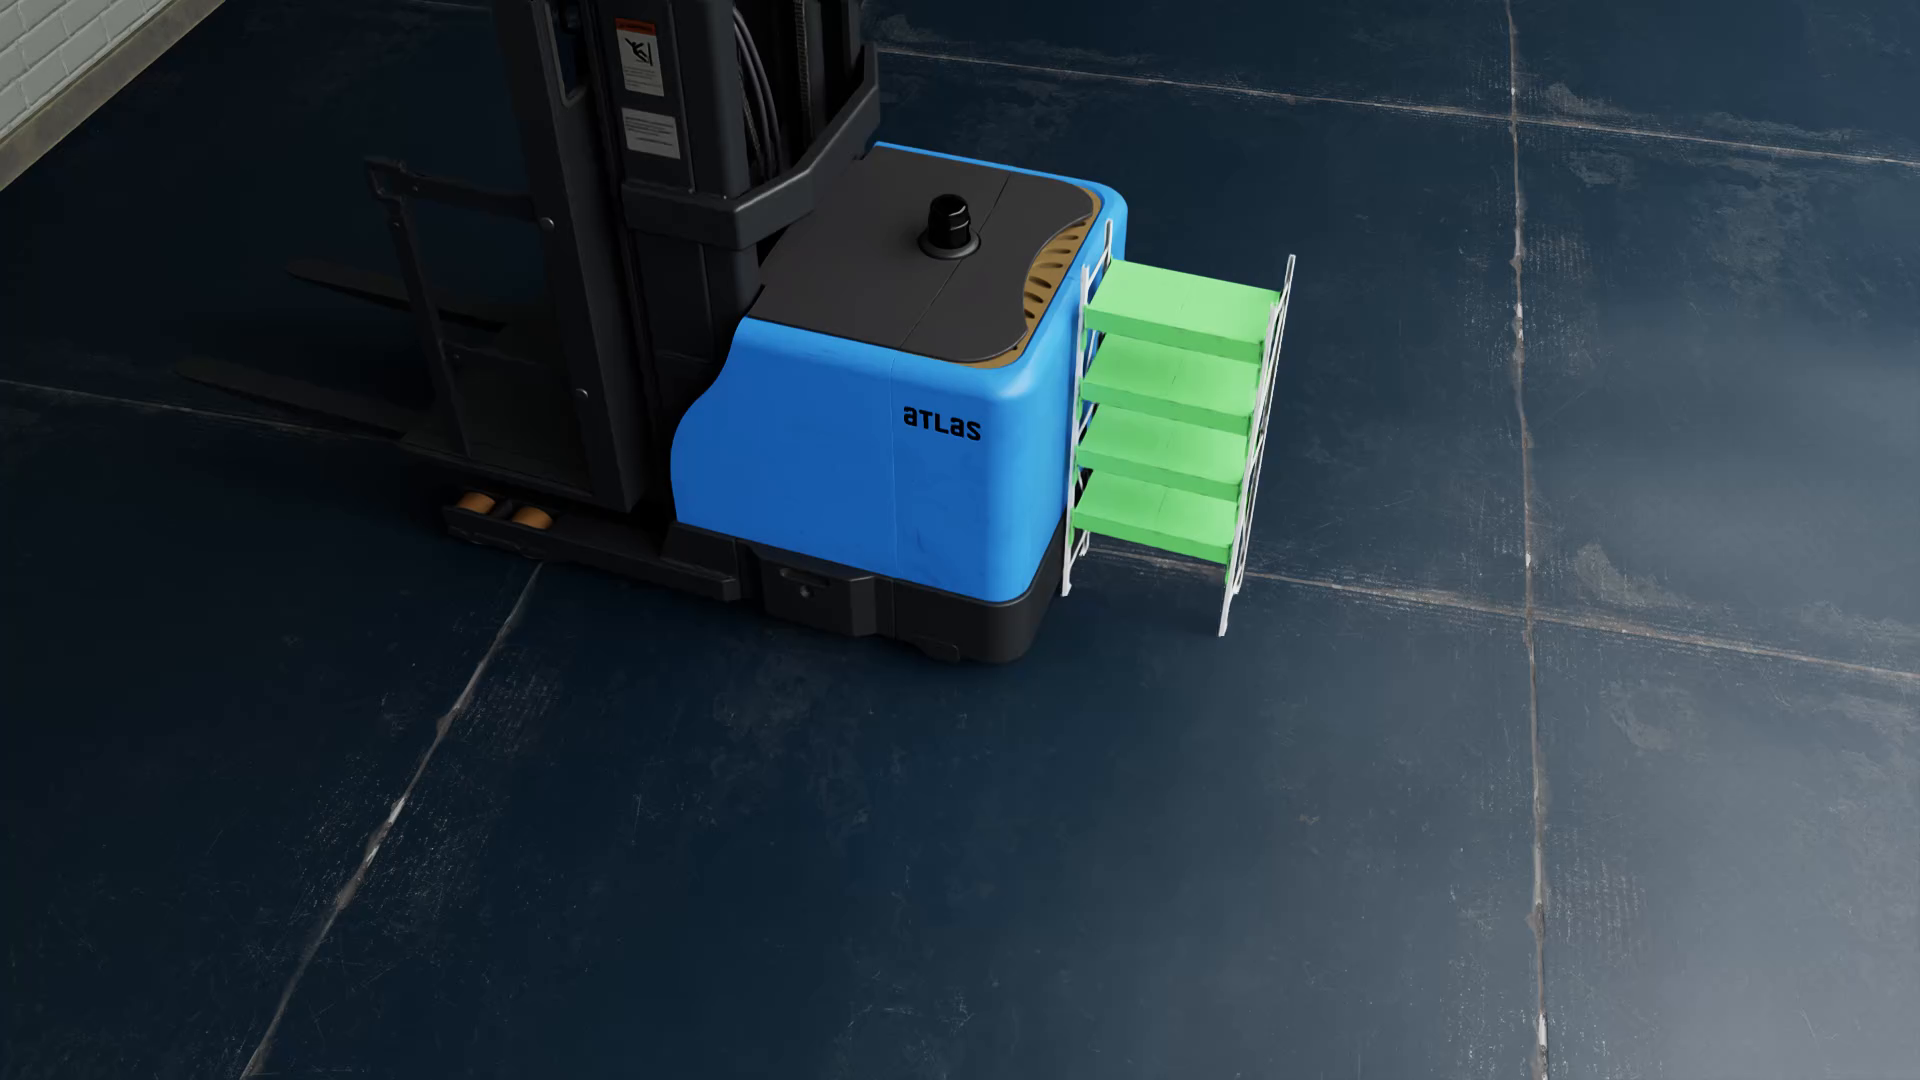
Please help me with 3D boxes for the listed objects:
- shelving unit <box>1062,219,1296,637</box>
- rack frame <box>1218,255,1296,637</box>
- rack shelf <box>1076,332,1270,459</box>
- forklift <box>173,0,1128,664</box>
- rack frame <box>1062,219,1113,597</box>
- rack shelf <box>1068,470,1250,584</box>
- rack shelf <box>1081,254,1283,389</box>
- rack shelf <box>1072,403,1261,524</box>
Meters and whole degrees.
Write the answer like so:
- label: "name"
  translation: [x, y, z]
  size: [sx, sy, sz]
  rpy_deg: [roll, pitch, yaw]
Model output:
- label: "shelving unit"
  translation: [0.587, -0.280, 4.676]
  size: [0.503, 1.200, 0.258]
  rpy_deg: [14, 46, 14]
- label: "rack frame"
  translation: [0.817, -0.223, 4.617]
  size: [0.015, 1.200, 0.240]
  rpy_deg: [14, 46, 14]
- label: "rack shelf"
  translation: [0.587, -0.407, 4.554]
  size: [0.480, 0.148, 0.258]
  rpy_deg: [14, 46, 14]
- label: "forklift"
  translation: [-1.079, -1.326, 4.514]
  size: [3.031, 2.935, 1.130]
  rpy_deg: [14, 46, 14]
- label: "rack frame"
  translation: [0.358, -0.338, 4.736]
  size: [0.015, 1.200, 0.240]
  rpy_deg: [14, 46, 14]
- label: "rack shelf"
  translation: [0.587, -0.062, 4.887]
  size: [0.480, 0.148, 0.258]
  rpy_deg: [14, 46, 14]
- label: "rack shelf"
  translation: [0.587, -0.580, 4.388]
  size: [0.480, 0.148, 0.258]
  rpy_deg: [14, 46, 14]
- label: "rack shelf"
  translation: [0.587, -0.234, 4.720]
  size: [0.480, 0.148, 0.258]
  rpy_deg: [14, 46, 14]
